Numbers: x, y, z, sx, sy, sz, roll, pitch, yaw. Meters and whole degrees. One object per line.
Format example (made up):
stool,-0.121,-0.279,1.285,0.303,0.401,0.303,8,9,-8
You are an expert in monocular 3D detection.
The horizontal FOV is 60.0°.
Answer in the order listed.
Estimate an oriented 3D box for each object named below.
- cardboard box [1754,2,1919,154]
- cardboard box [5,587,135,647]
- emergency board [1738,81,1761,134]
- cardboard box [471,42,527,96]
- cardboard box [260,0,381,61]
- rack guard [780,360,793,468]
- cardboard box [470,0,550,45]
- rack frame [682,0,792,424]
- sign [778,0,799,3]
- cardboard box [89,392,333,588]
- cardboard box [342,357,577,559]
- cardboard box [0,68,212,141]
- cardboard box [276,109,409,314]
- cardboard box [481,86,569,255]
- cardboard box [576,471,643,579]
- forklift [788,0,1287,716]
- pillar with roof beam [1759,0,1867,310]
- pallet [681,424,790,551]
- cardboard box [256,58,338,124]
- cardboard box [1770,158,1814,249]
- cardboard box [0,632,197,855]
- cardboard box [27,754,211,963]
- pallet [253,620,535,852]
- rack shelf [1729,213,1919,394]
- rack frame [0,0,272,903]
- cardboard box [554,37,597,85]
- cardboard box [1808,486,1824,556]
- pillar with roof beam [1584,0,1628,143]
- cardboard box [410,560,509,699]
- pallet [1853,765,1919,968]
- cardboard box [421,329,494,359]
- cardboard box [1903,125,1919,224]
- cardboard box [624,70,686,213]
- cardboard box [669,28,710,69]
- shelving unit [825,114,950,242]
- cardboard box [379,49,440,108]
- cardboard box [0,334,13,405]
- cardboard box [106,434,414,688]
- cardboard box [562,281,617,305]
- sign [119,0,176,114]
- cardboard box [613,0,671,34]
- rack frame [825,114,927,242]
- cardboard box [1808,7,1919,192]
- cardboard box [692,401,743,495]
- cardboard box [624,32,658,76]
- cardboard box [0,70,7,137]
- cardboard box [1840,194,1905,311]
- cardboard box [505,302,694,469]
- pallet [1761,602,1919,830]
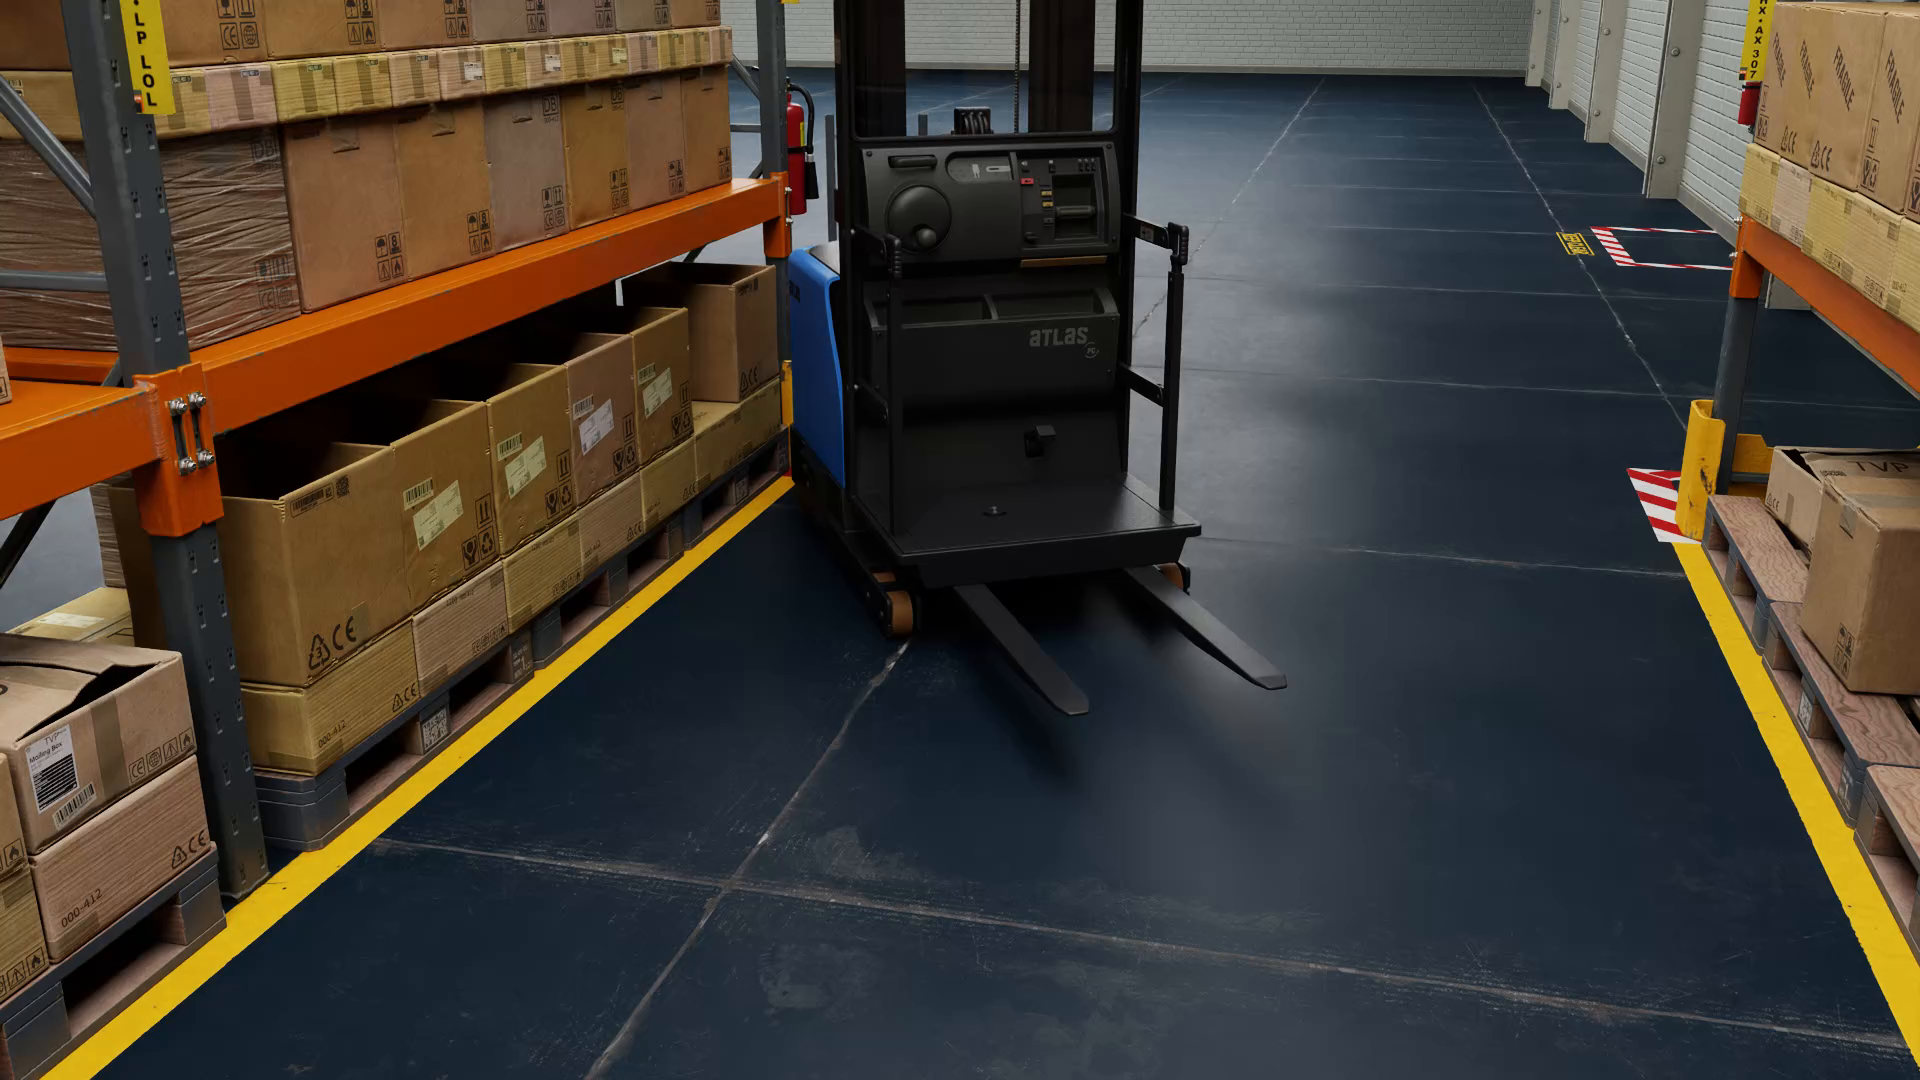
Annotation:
cardboard box,3.137,-1.619,5.827,0.500,0.500,0.500,5,19,13
cardboard box,-2.336,0.352,4.620,0.500,0.250,0.500,5,19,13
emergency board,6.319,-3.816,13.218,0.194,1.169,0.643,5,19,13
cardboard box,-1.609,-1.497,5.270,0.380,0.149,0.250,4,19,13
cardboard box,-2.012,-1.547,4.414,0.700,0.500,0.500,5,19,13
rack guard,-1.254,-0.666,7.864,1.175,0.500,0.348,5,19,13
cardboard box,-1.767,-1.860,5.332,0.700,0.500,0.500,5,19,13
rack frame,-1.260,-1.841,7.438,1.000,3.000,0.127,5,19,13
sign,-0.737,-2.454,7.074,0.100,0.325,0.005,5,19,13
cardboard box,-2.202,-0.158,4.955,0.500,0.500,0.500,5,19,13
cardboard box,-1.576,-0.274,5.293,0.500,0.500,0.500,5,19,13
cardboard box,-1.984,-1.011,3.848,0.380,0.149,0.250,5,19,13
cardboard box,-2.012,-0.940,4.645,0.700,0.500,0.500,4,19,13
cardboard box,-1.762,-1.258,5.575,0.700,0.500,0.500,5,20,15
cardboard box,-1.459,-0.076,5.875,0.500,0.250,0.500,5,19,13
forklift,0.181,-1.194,5.648,1.130,2.935,3.031,-6,20,-16
pillar with roof beam,1.504,-6.223,10.985,9.100,9.000,0.400,5,19,13
pallet,-1.406,-0.279,7.177,1.003,0.211,1.213,5,19,13
cardboard box,-1.861,-1.171,4.316,0.380,0.149,0.250,4,19,12
cardboard box,3.005,-1.098,5.463,0.500,0.250,0.500,4,19,12
cardboard box,-2.058,0.399,3.615,0.500,0.311,0.500,5,19,13
cardboard box,-2.057,0.668,3.696,0.500,0.250,0.500,4,19,13
pallet,-2.002,0.486,4.938,1.003,0.211,1.213,5,19,13
rack shelf,3.056,-0.484,4.577,1.077,0.370,4.000,5,19,13
rack frame,-2.237,-0.588,3.767,1.000,3.000,0.127,5,19,13
cardboard box,-1.483,-1.655,5.734,0.380,0.149,0.250,5,20,15
cardboard box,3.149,0.001,5.522,0.500,0.311,0.500,6,20,18
pillar with roof beam,4.436,-9.984,21.997,9.100,9.000,0.400,5,19,13
cardboard box,-1.703,0.237,4.957,0.500,0.250,0.500,5,19,13
pallet,2.697,0.909,3.701,1.003,0.211,1.213,5,19,13
cardboard box,-1.976,-0.473,5.877,0.500,0.500,0.500,5,19,13
cardboard box,2.633,-0.977,3.949,0.500,0.500,0.500,4,19,12
cardboard box,-1.510,-1.578,6.513,0.700,0.500,0.500,5,20,15
cardboard box,-1.231,-1.979,6.682,0.380,0.149,0.250,5,20,15
shelving unit,-0.347,-1.211,7.914,0.587,1.500,1.083,-2,19,-7
cardboard box,-1.735,-1.331,4.786,0.380,0.149,0.250,4,19,12
cardboard box,-2.315,-0.359,3.330,0.500,0.250,0.500,6,20,17
cardboard box,-1.820,0.039,4.376,0.500,0.500,0.500,5,19,13
cardboard box,-1.727,-0.786,6.793,0.500,0.500,0.500,5,19,13
sign,-1.708,-1.058,3.476,0.100,0.325,0.005,5,19,13
cardboard box,-1.522,-2.175,6.254,0.700,0.500,0.500,4,19,12
rack frame,-0.411,-1.377,8.400,0.500,1.500,0.032,-2,19,-7
cardboard box,2.874,-1.303,4.903,0.500,0.500,0.500,4,19,12
cardboard box,-1.215,-0.390,6.792,0.500,0.250,0.500,5,19,13
cardboard box,-1.357,-1.820,6.217,0.380,0.149,0.250,5,19,14
cardboard box,-2.378,-1.044,3.945,0.380,0.149,0.250,5,19,13
cardboard box,2.749,-0.781,4.533,0.500,0.250,0.500,5,19,14
cardboard box,-1.332,-0.588,6.211,0.500,0.500,0.500,5,19,13
pallet,2.993,0.525,4.824,1.003,0.211,1.213,5,19,13
